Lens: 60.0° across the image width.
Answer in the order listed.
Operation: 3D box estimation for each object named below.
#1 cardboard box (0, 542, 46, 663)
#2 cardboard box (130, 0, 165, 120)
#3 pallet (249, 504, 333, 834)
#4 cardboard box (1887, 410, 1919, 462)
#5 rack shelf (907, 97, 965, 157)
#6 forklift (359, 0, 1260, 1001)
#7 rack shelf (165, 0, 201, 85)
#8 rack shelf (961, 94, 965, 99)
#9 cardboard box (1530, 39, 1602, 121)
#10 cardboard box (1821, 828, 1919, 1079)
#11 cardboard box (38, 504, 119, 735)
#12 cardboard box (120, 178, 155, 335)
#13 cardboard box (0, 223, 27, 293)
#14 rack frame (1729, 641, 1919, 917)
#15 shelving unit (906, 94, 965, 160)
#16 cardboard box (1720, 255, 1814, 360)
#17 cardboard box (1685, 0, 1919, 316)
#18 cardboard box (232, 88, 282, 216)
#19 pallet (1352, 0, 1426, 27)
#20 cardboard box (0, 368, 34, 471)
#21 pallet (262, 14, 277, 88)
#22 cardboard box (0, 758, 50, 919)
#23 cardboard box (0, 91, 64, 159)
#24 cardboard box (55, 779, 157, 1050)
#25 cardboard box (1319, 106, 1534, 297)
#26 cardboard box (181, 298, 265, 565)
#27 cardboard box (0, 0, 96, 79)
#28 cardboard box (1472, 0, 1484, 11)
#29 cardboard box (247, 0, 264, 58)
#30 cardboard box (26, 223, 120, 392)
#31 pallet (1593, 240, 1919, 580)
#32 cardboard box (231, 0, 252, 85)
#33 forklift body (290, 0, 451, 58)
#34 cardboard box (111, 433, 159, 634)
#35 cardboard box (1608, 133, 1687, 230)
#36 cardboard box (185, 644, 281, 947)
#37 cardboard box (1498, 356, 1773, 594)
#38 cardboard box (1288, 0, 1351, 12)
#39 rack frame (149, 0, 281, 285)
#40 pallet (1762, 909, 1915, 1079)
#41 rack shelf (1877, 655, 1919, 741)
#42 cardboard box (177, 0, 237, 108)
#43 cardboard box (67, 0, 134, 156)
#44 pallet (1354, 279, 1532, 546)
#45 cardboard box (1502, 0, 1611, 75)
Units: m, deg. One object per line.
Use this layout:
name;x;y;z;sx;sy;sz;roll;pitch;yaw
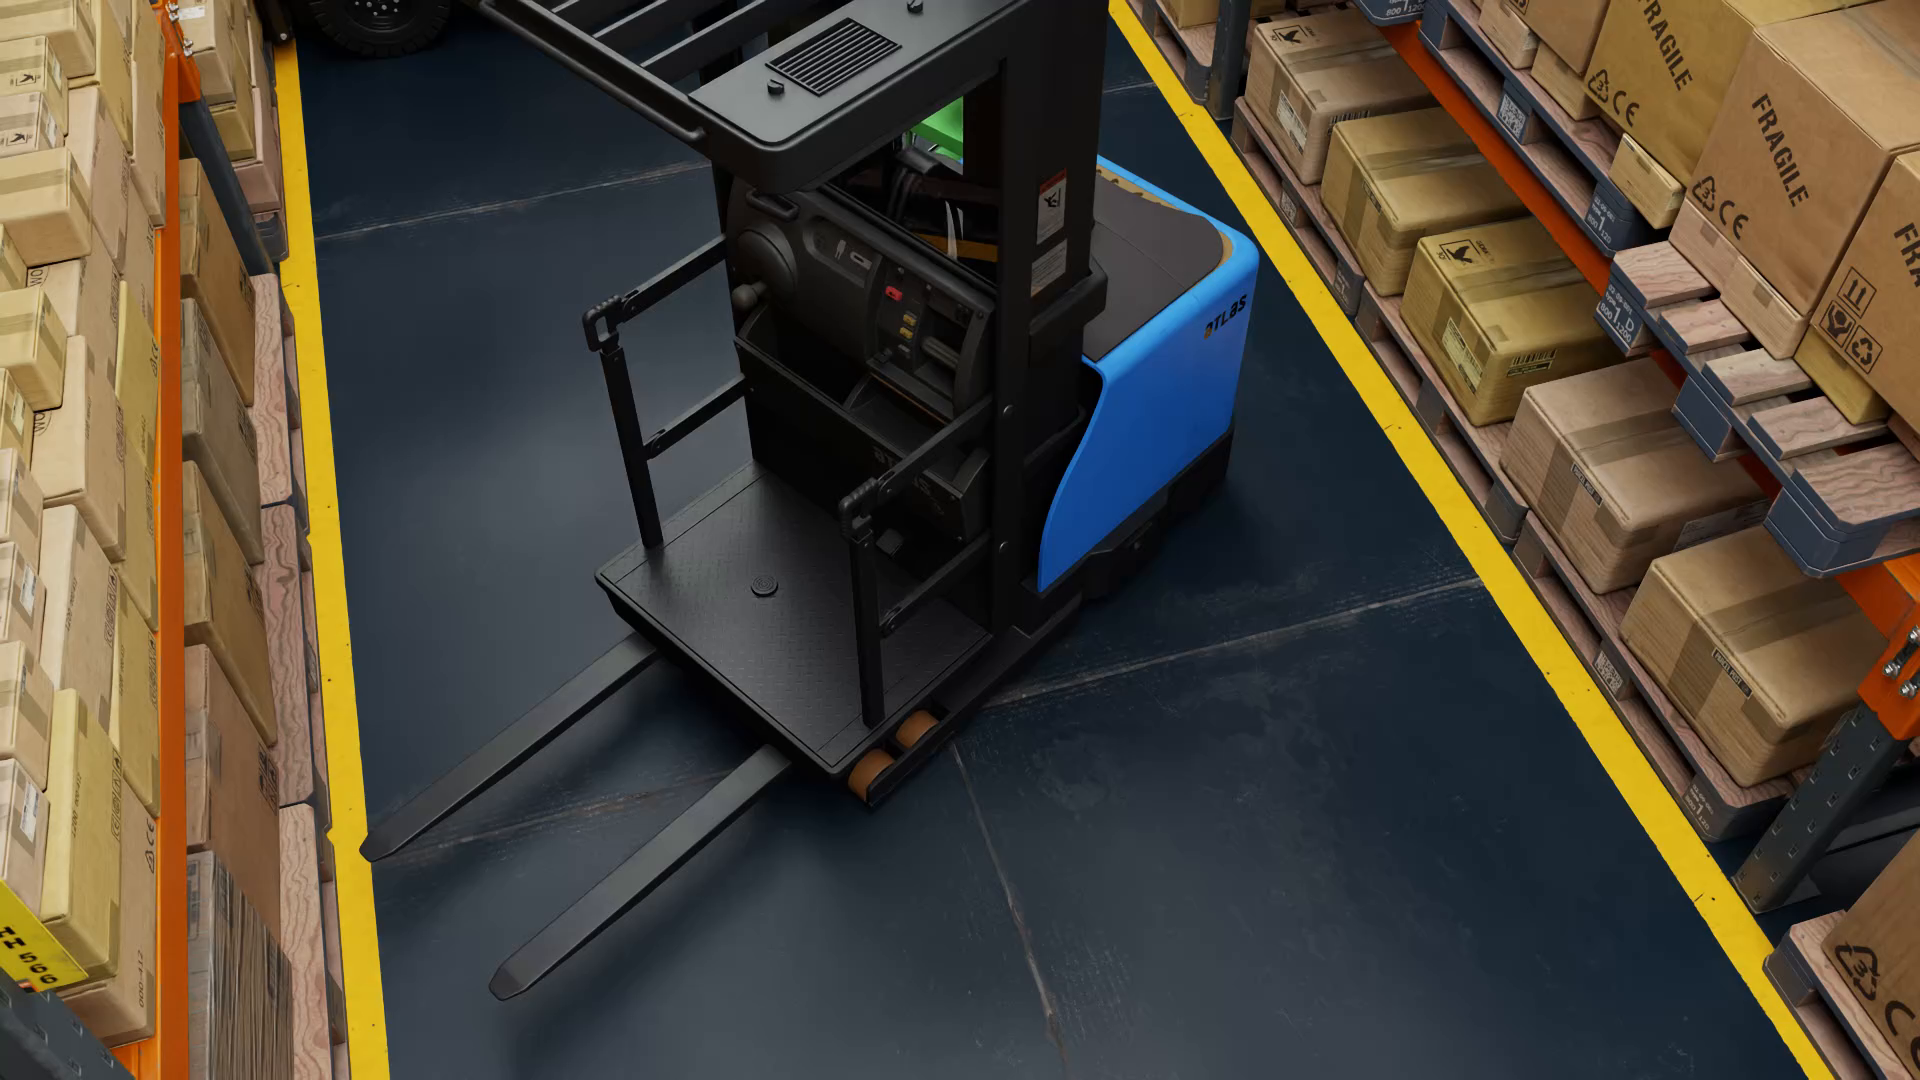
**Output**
cardboard box;-1.970;0.176;3.150;0.380;0.149;0.250;-12;51;-10
cardboard box;-2.760;-1.471;5.126;0.500;0.250;0.500;-12;51;-10
pallet;-2.539;0.492;5.197;1.003;0.211;1.213;-13;51;-11
cardboard box;2.443;-0.272;3.907;0.380;0.149;0.250;-12;51;-10
rack shelf;0.074;-1.437;5.946;0.480;0.148;0.258;32;57;24
forklift;-0.431;-0.593;4.333;1.130;2.935;3.031;36;58;26
rack shelf;-3.750;-3.057;6.836;1.077;0.370;4.000;-13;51;-11
rack shelf;0.073;-1.591;5.763;0.480;0.148;0.258;32;57;24
cardboard box;1.909;-1.386;4.846;0.380;0.149;0.250;-15;51;-12
cardboard box;2.889;1.041;4.026;0.875;0.875;0.875;-14;51;-11
cardboard box;-2.021;0.235;3.361;0.500;0.250;0.500;-12;51;-10
cardboard box;-2.488;-0.736;4.506;0.500;0.250;0.500;-13;51;-11
cardboard box;-2.350;-0.556;3.767;0.380;0.149;0.250;-13;51;-11
rack frame;2.765;-0.032;3.815;1.000;3.000;0.127;-13;51;-11
shelving unit;0.074;-1.323;6.081;0.503;1.200;0.258;32;57;24
cardboard box;2.177;-0.626;4.205;0.380;0.149;0.250;-14;51;-11
cardboard box;2.201;-0.940;4.046;0.500;0.500;0.500;-14;51;-12
cardboard box;-2.986;-1.506;6.581;0.500;0.250;0.500;-13;51;-11
pallet;1.669;-2.300;5.853;1.003;0.211;1.213;-13;51;-11
cardboard box;-2.162;-0.189;3.458;0.380;0.149;0.250;-13;51;-11
pallet;-3.719;-2.413;7.646;1.003;0.211;1.213;-13;51;-11
cardboard box;-1.789;0.552;2.833;0.380;0.149;0.250;-12;51;-10
cardboard box;-2.440;-0.944;4.094;0.380;0.149;0.250;-13;51;-11
cardboard box;-1.874;0.762;3.244;0.500;0.250;0.500;-13;51;-11
cardboard box;1.955;-1.335;6.357;0.950;0.372;0.625;-10;51;-9
cardboard box;-2.772;-0.251;5.278;0.875;0.625;0.625;-14;51;-11
cardboard box;-2.526;-1.333;4.422;0.380;0.149;0.250;-15;51;-12
cardboard box;1.773;-1.780;5.178;0.380;0.149;0.250;-13;51;-11
cardboard box;-3.317;-2.245;7.204;0.500;0.250;0.500;-13;51;-10
cardboard box;-2.334;-0.519;3.996;0.500;0.250;0.500;-13;51;-10
pallet;2.452;-0.466;4.307;1.213;0.211;1.003;-13;51;-11
cardboard box;-3.158;-2.029;6.695;0.500;0.250;0.500;-14;51;-11
forklift body;-2.038;-3.504;7.297;2.313;2.155;1.214;-13;51;-11
cardboard box;-2.177;0.019;3.870;0.500;0.250;0.500;-15;51;-12
cardboard box;2.016;-1.009;4.529;0.380;0.149;0.250;-13;51;-10
cardboard box;-2.348;0.789;4.401;0.875;0.625;0.625;-12;51;-10
cardboard box;2.381;-0.272;5.462;0.950;0.372;0.625;-14;51;-12
cardboard box;1.665;-2.694;7.583;0.500;0.250;0.500;-15;52;-13
rack frame;-3.159;-1.828;5.329;1.000;3.000;0.127;-13;51;-11
pallet;2.926;1.460;4.381;1.003;0.211;1.213;-13;51;-11
rack shelf;3.356;1.661;2.859;1.077;0.370;4.000;-13;51;-11
cardboard box;-3.002;-1.824;6.196;0.500;0.250;0.500;-14;51;-12
cardboard box;-2.610;-1.266;4.627;0.500;0.250;0.500;-15;51;-12
pallet;2.178;-0.594;6.112;1.003;0.211;1.213;-13;51;-11
cardboard box;1.890;-1.707;4.692;0.500;0.500;0.500;-15;52;-12
